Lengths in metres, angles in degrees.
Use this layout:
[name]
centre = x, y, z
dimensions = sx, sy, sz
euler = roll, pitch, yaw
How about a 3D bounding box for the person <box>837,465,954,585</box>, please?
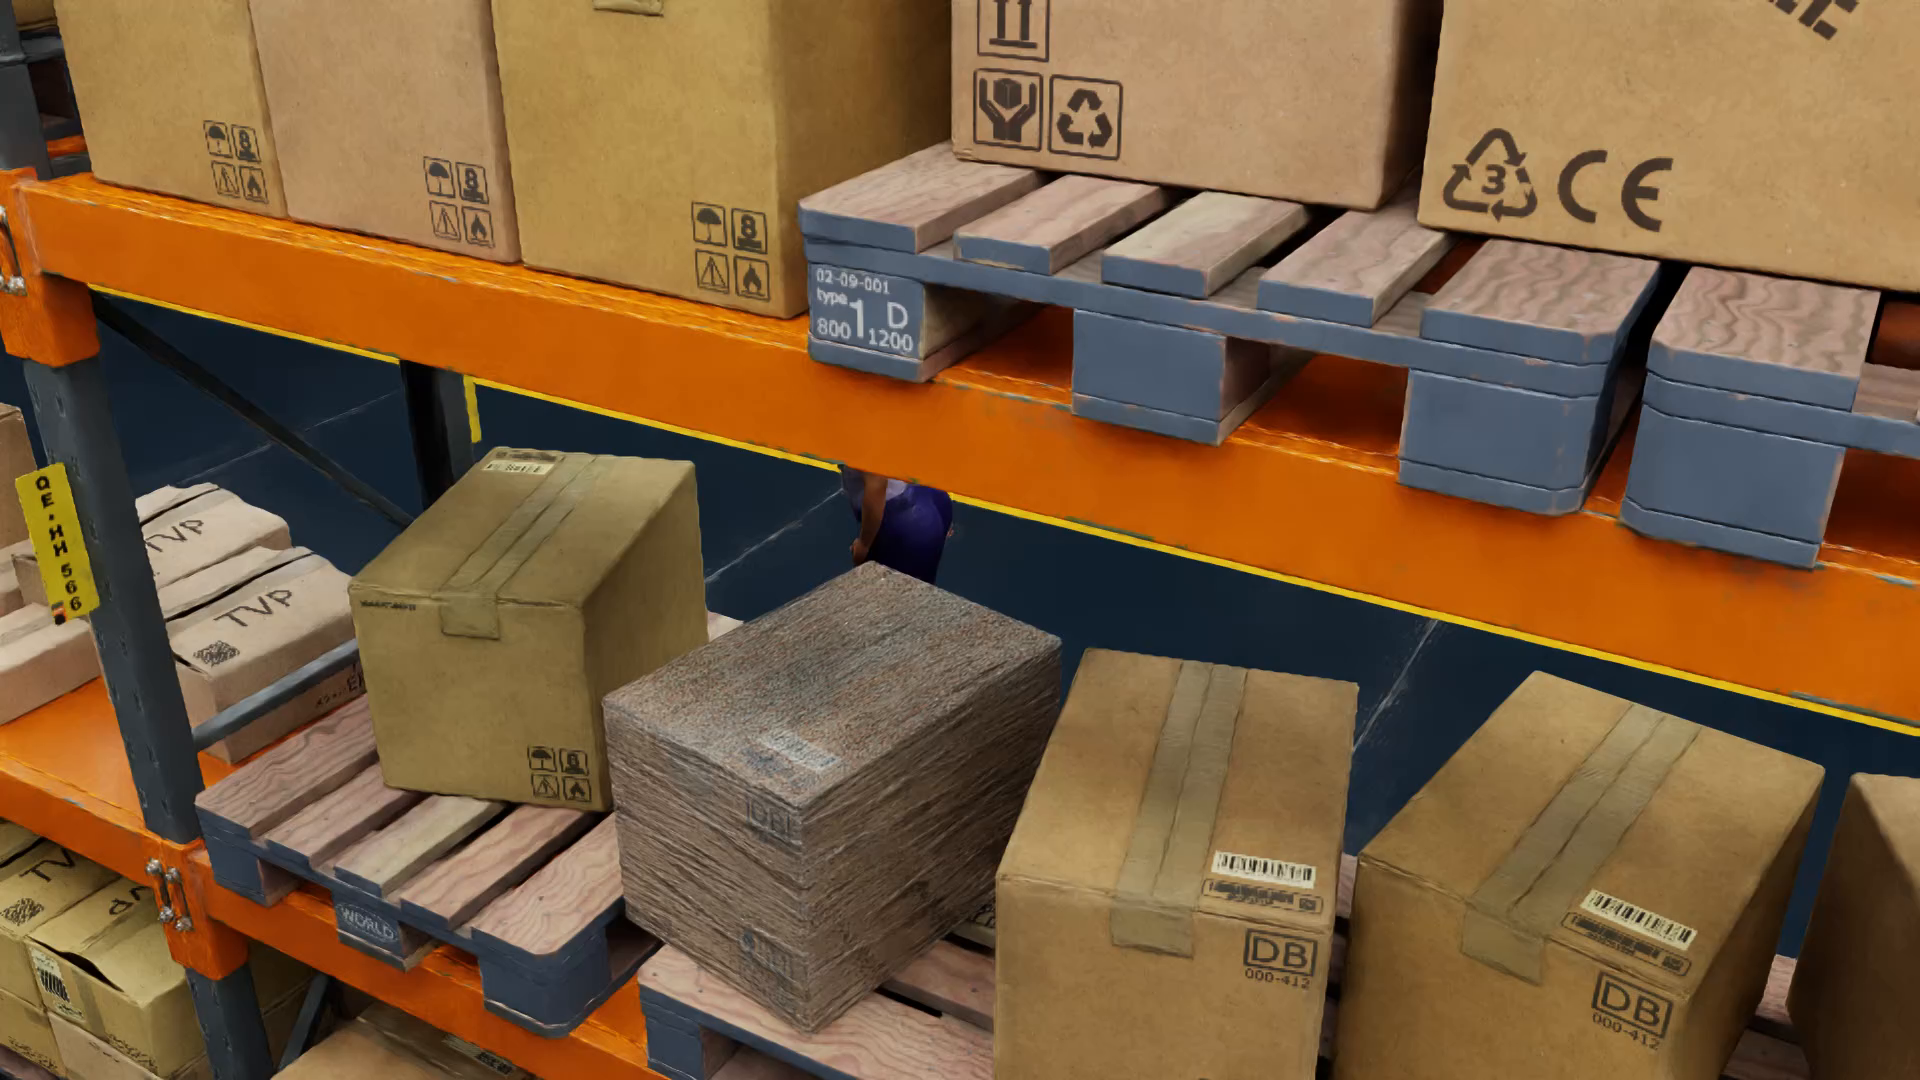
[person]
centre = -0.212, -0.036, 6.245
dimensions = 0.593, 1.612, 0.486
euler = 4, 27, 8
